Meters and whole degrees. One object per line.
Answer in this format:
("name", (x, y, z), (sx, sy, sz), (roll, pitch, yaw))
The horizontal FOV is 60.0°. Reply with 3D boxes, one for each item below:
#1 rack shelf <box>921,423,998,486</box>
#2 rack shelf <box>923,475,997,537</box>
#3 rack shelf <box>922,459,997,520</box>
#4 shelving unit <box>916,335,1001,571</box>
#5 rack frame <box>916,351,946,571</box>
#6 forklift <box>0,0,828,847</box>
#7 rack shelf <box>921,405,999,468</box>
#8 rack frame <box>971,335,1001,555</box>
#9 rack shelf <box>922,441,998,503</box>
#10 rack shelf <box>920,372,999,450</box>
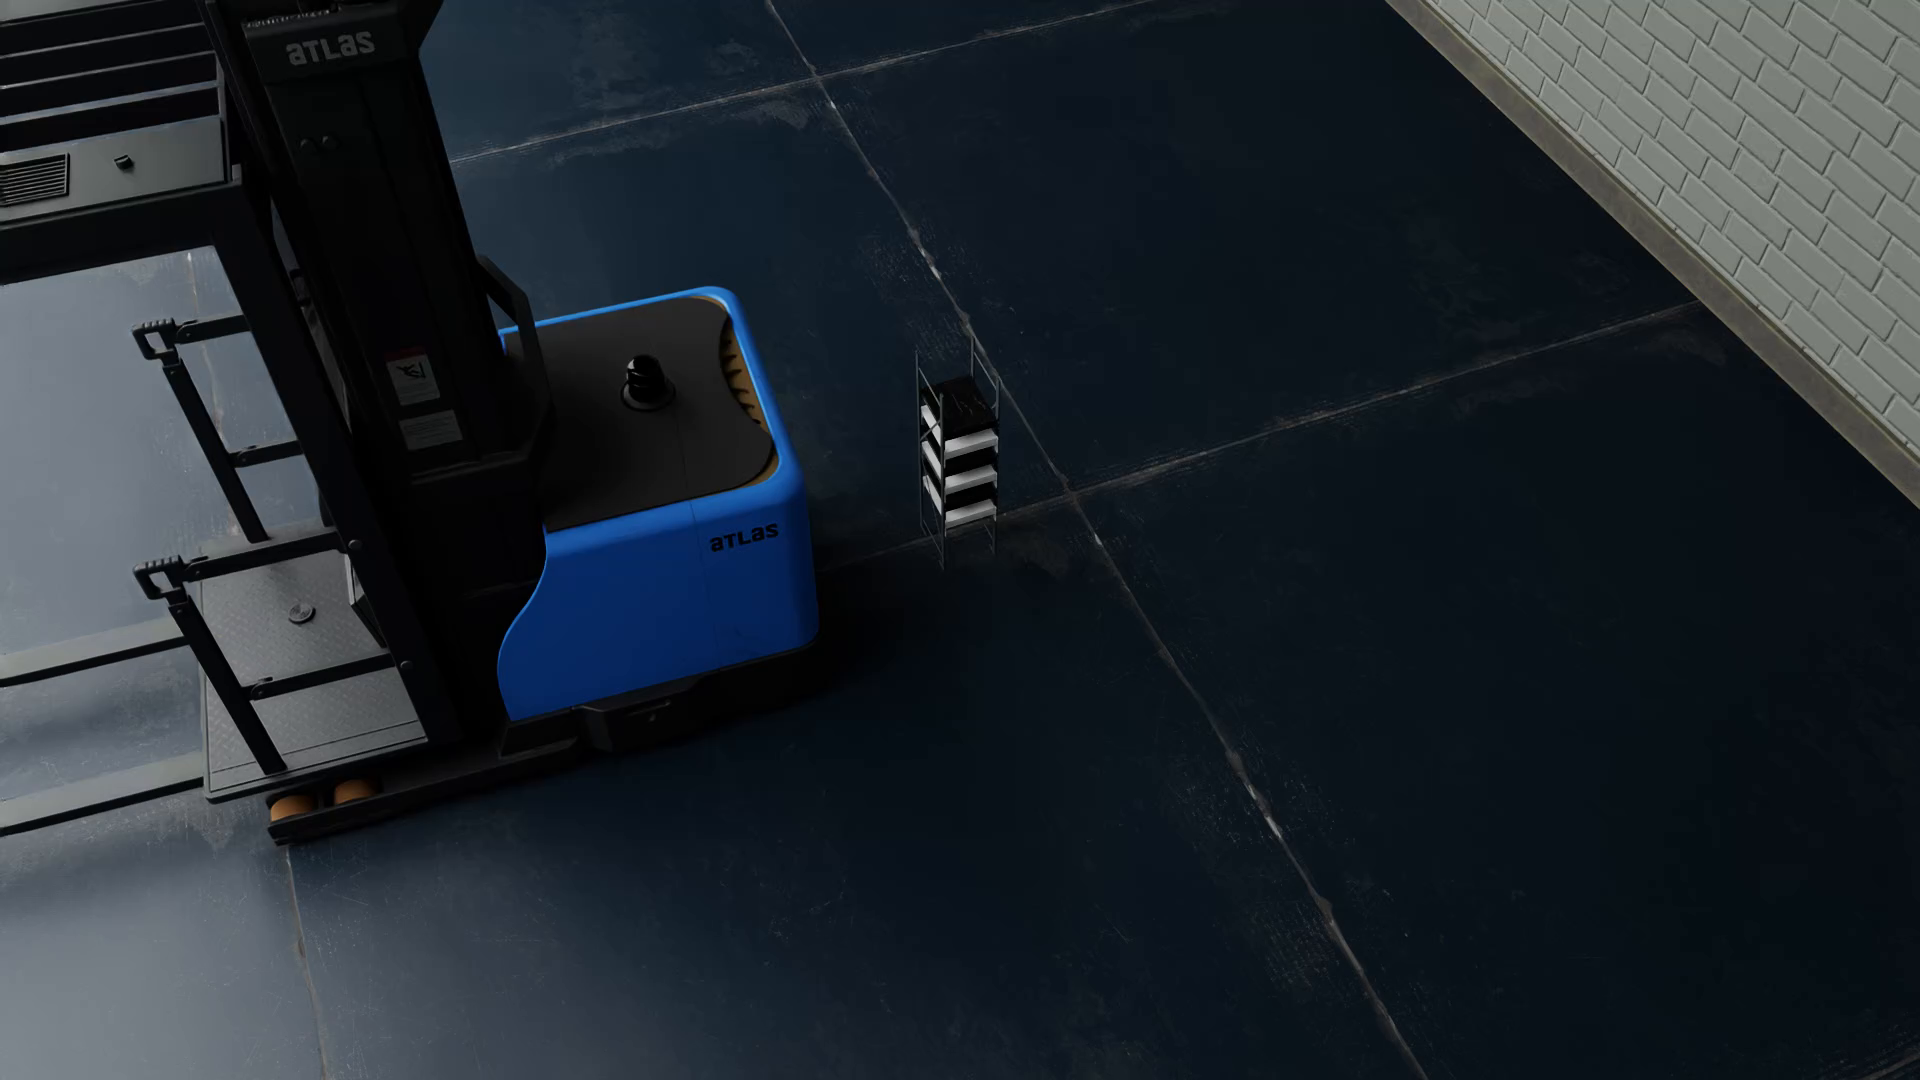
("rack shelf", (-0.008, -0.328, 5.864), (0.200, 0.077, 0.258), (-17, 52, -14))
("rack shelf", (-0.008, -0.152, 6.068), (0.200, 0.077, 0.258), (-17, 52, -14))
("rack shelf", (-0.008, -0.211, 6.000), (0.200, 0.077, 0.258), (-17, 52, -14))
("shelving unit", (-0.008, -0.291, 5.907), (0.210, 0.900, 0.258), (-17, 52, -14))
("rack frame", (-0.102, -0.262, 5.882), (0.006, 0.900, 0.240), (-17, 52, -14))
("forklift", (-2.032, -0.429, 4.686), (3.031, 2.935, 1.130), (-14, 51, -12))
("rack shelf", (-0.008, -0.386, 5.795), (0.200, 0.077, 0.258), (-17, 52, -14))
("rack frame", (0.087, -0.320, 5.932), (0.006, 0.900, 0.240), (-17, 52, -14))
("rack shelf", (-0.008, -0.269, 5.932), (0.200, 0.077, 0.258), (-17, 52, -14))
("rack shelf", (-0.008, -0.445, 5.727), (0.200, 0.077, 0.258), (-17, 52, -14))
